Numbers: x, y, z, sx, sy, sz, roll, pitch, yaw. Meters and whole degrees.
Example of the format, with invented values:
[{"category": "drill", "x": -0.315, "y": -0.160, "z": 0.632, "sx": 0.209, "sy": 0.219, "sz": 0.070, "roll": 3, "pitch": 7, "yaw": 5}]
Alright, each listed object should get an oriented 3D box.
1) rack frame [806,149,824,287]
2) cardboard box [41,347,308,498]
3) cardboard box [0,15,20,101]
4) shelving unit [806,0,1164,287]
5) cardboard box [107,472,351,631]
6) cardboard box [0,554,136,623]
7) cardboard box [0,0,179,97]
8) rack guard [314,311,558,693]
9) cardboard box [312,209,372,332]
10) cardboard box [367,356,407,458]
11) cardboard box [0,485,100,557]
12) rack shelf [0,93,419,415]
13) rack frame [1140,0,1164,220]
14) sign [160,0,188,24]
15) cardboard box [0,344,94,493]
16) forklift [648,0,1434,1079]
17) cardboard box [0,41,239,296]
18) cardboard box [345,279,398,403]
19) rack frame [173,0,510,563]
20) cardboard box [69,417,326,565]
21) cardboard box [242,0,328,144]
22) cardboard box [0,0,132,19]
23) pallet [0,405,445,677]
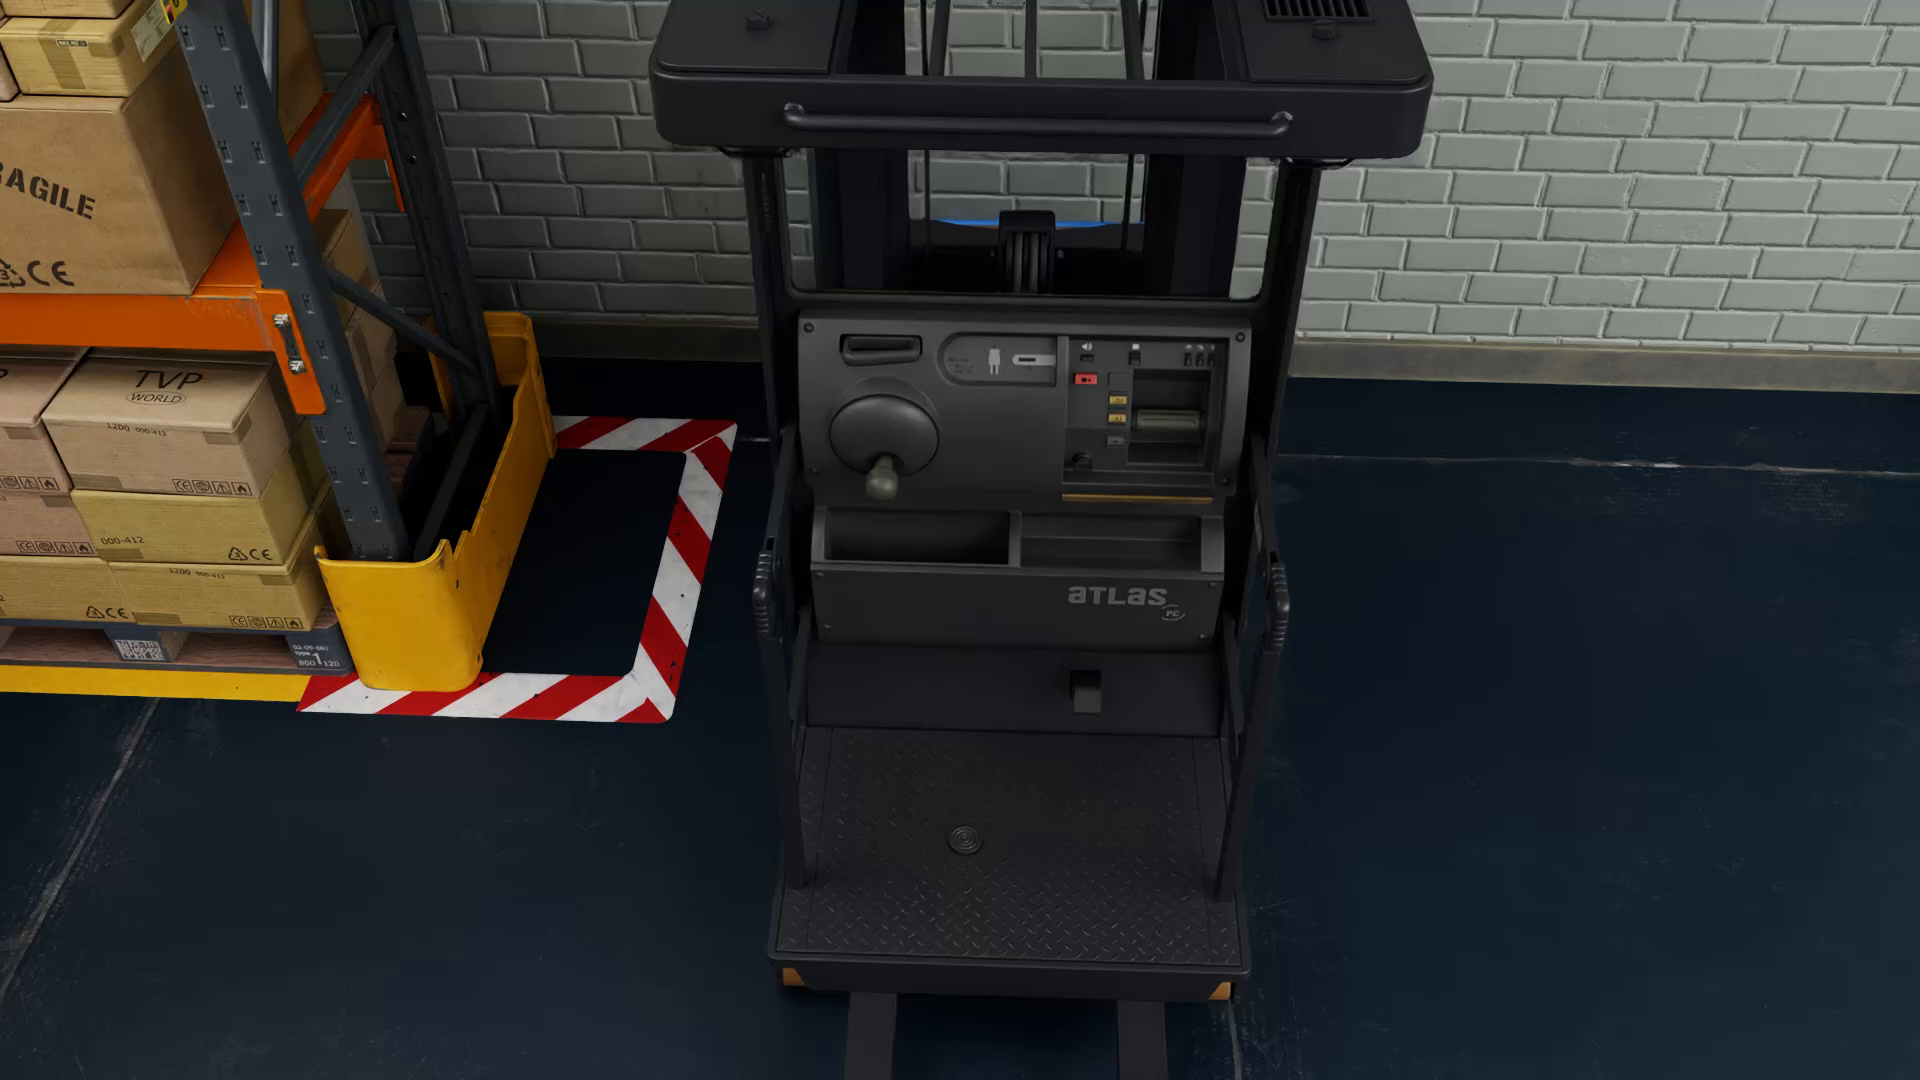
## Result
[{"category": "rack frame", "x": -0.415, "y": -0.864, "z": 5.077, "sx": 0.032, "sy": 1.500, "sz": 0.500, "roll": -2, "pitch": 43, "yaw": -2}, {"category": "cardboard box", "x": -2.046, "y": -0.378, "z": 4.430, "sx": 0.500, "sy": 0.250, "sz": 0.500, "roll": 3, "pitch": 43, "yaw": 3}, {"category": "cardboard box", "x": -2.188, "y": -1.144, "z": 3.728, "sx": 0.250, "sy": 0.149, "sz": 0.380, "roll": 2, "pitch": 43, "yaw": 3}, {"category": "shelving unit", "x": 0.084, "y": -0.878, "z": 5.092, "sx": 1.083, "sy": 1.500, "sz": 0.587, "roll": -2, "pitch": 43, "yaw": -2}, {"category": "cardboard box", "x": -2.056, "y": -0.009, "z": 4.768, "sx": 0.500, "sy": 0.250, "sz": 0.500, "roll": 2, "pitch": 43, "yaw": 2}, {"category": "cardboard box", "x": -2.552, "y": -0.031, "z": 4.792, "sx": 0.500, "sy": 0.250, "sz": 0.500, "roll": 2, "pitch": 43, "yaw": 2}, {"category": "cardboard box", "x": -1.931, "y": -1.156, "z": 3.741, "sx": 0.250, "sy": 0.149, "sz": 0.380, "roll": 2, "pitch": 43, "yaw": 3}, {"category": "rack guard", "x": -1.548, "y": -0.147, "z": 5.041, "sx": 0.348, "sy": 0.500, "sz": 1.175, "roll": 2, "pitch": 43, "yaw": 2}, {"category": "cardboard box", "x": -2.044, "y": -0.719, "z": 4.797, "sx": 0.500, "sy": 0.250, "sz": 0.500, "roll": 1, "pitch": 43, "yaw": 1}, {"category": "cardboard box", "x": -2.054, "y": -0.358, "z": 5.143, "sx": 0.500, "sy": 0.250, "sz": 0.500, "roll": 2, "pitch": 43, "yaw": 2}, {"category": "cardboard box", "x": -2.573, "y": -0.218, "z": 4.625, "sx": 0.500, "sy": 0.250, "sz": 0.500, "roll": 1, "pitch": 43, "yaw": 1}, {"category": "rack shelf", "x": -3.570, "y": -0.861, "z": 4.501, "sx": 4.000, "sy": 0.370, "sz": 1.077, "roll": 2, "pitch": 43, "yaw": 2}, {"category": "rack frame", "x": 0.601, "y": -0.893, "z": 5.108, "sx": 0.032, "sy": 1.500, "sz": 0.500, "roll": -2, "pitch": 43, "yaw": -2}, {"category": "sign", "x": -1.611, "y": -1.204, "z": 3.318, "sx": 0.005, "sy": 0.325, "sz": 0.100, "roll": 2, "pitch": 43, "yaw": 2}, {"category": "cardboard box", "x": -2.557, "y": -0.389, "z": 4.443, "sx": 0.500, "sy": 0.250, "sz": 0.500, "roll": 2, "pitch": 43, "yaw": 3}, {"category": "forklift", "x": 0.124, "y": -0.186, "z": 3.299, "sx": 1.130, "sy": 2.935, "sz": 3.031, "roll": 1, "pitch": 43, "yaw": 2}, {"category": "cardboard box", "x": -2.076, "y": -0.935, "z": 3.980, "sx": 0.500, "sy": 0.500, "sz": 0.500, "roll": 1, "pitch": 43, "yaw": 1}, {"category": "cardboard box", "x": -2.033, "y": -0.549, "z": 4.981, "sx": 0.500, "sy": 0.250, "sz": 0.500, "roll": 2, "pitch": 43, "yaw": 3}, {"category": "rack frame", "x": -1.572, "y": -1.062, "z": 4.190, "sx": 0.127, "sy": 3.000, "sz": 1.000, "roll": 2, "pitch": 43, "yaw": 2}, {"category": "cardboard box", "x": -2.073, "y": -0.195, "z": 4.601, "sx": 0.500, "sy": 0.250, "sz": 0.500, "roll": 1, "pitch": 43, "yaw": 1}, {"category": "cardboard box", "x": -2.055, "y": -1.303, "z": 4.375, "sx": 0.500, "sy": 0.500, "sz": 0.500, "roll": 3, "pitch": 43, "yaw": 3}, {"category": "cardboard box", "x": -1.940, "y": -1.313, "z": 3.691, "sx": 0.250, "sy": 0.149, "sz": 0.380, "roll": 2, "pitch": 43, "yaw": 2}, {"category": "pallet", "x": -2.338, "y": -0.037, "z": 5.135, "sx": 1.213, "sy": 0.211, "sz": 1.003, "roll": 2, "pitch": 43, "yaw": 2}]
